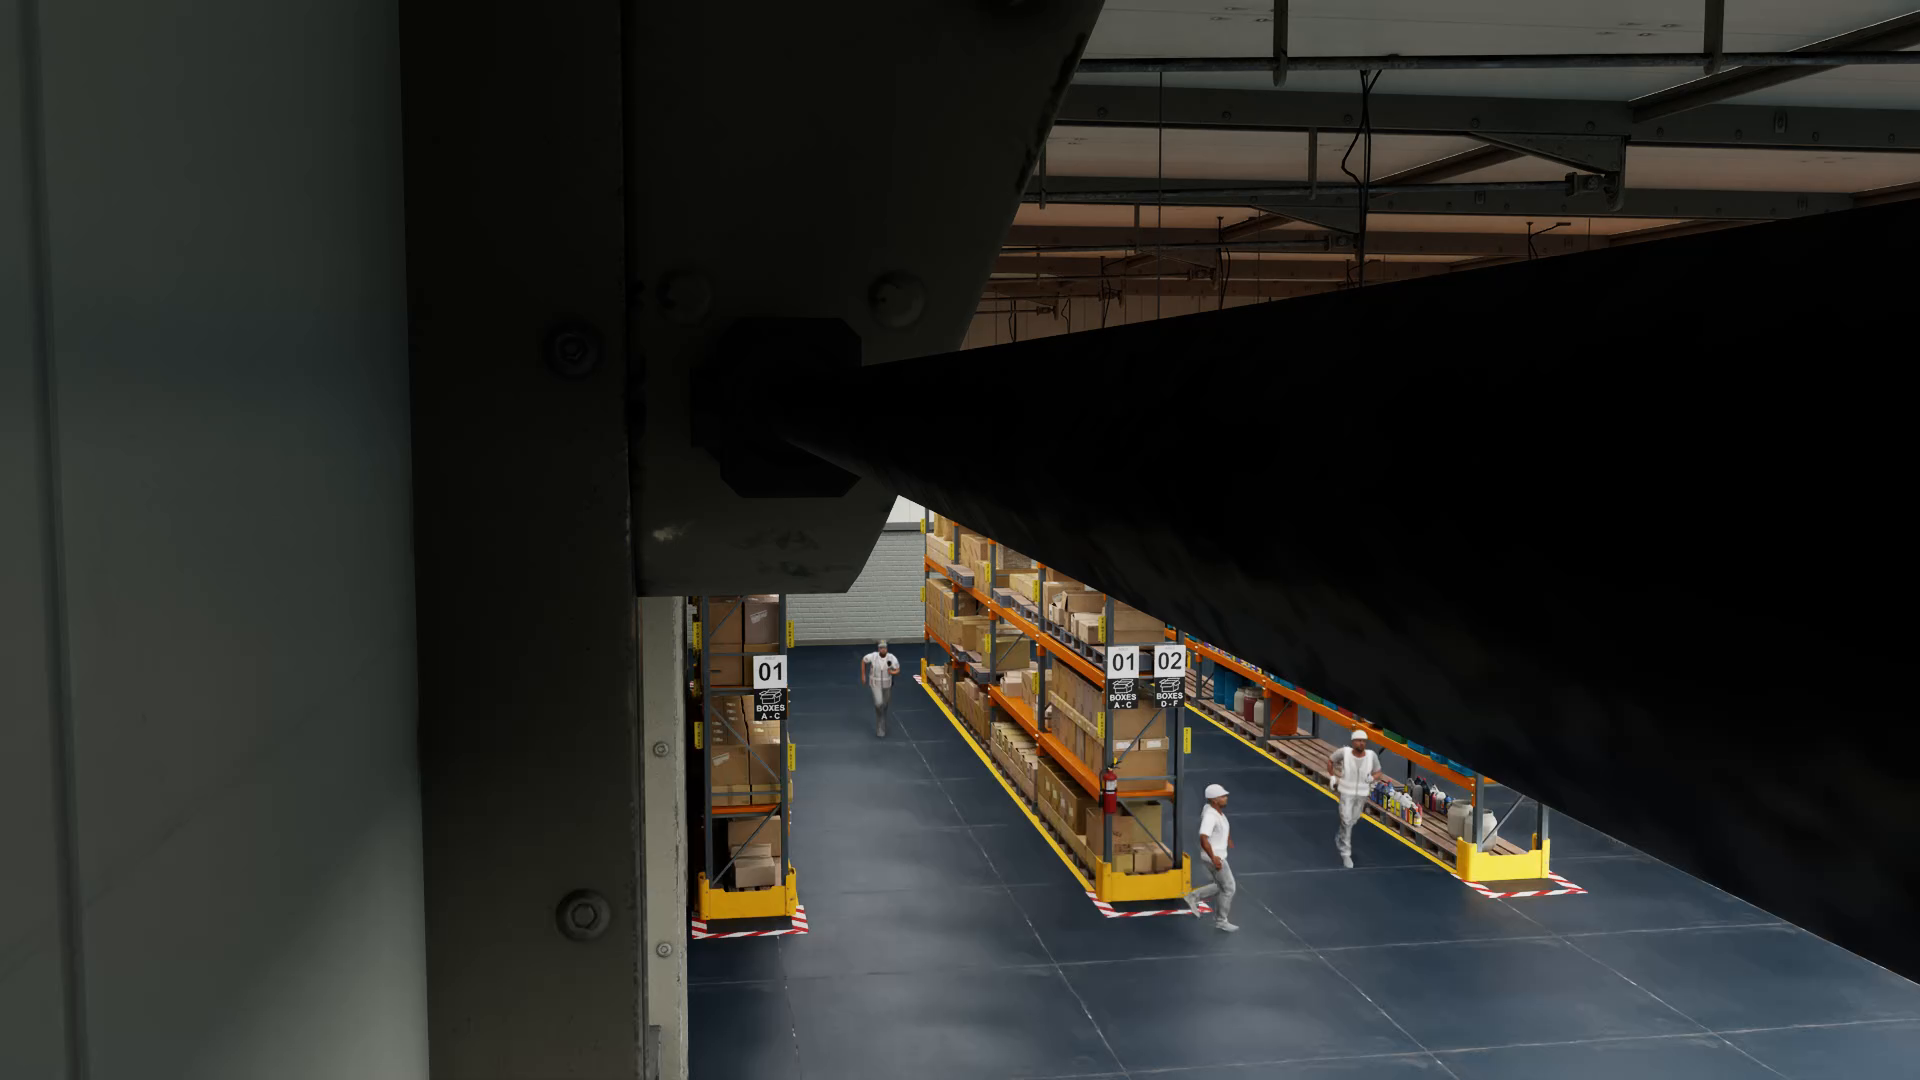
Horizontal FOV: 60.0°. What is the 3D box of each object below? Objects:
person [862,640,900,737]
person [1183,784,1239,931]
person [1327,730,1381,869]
[{"bbox_3d":[-1.469,2.741,30.974,0.686,1.826,0.872,-1,5,-11],"label":"person"},{"bbox_3d":[2.982,3.750,19.670,0.664,1.749,0.732,1,5,6],"label":"person"},{"bbox_3d":[5.368,3.465,22.591,0.689,1.816,0.918,0,5,-4],"label":"person"}]
